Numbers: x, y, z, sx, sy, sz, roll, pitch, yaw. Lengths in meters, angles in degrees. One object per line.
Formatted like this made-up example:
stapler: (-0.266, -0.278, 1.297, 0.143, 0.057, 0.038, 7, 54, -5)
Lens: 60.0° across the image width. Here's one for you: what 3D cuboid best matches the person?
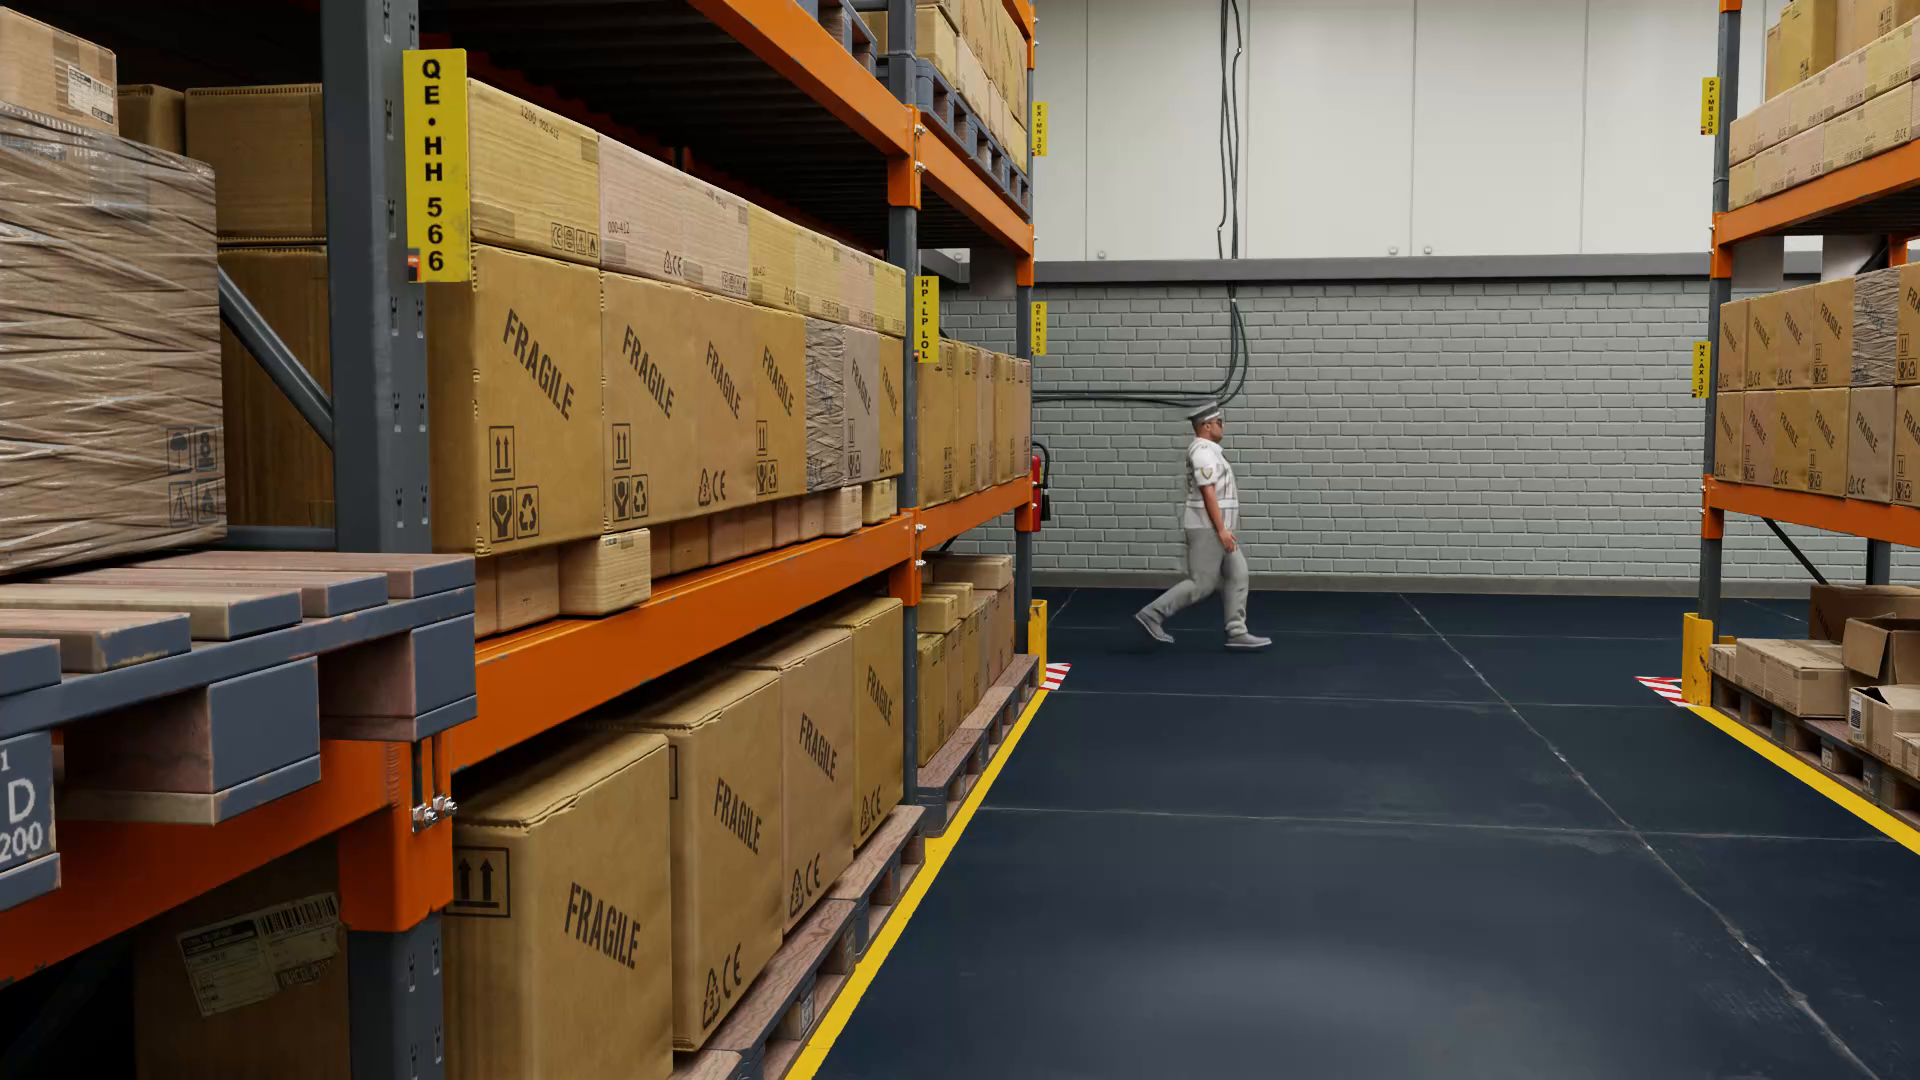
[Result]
person: (1.710, -0.104, 11.625, 0.951, 1.731, 0.529, 1, 5, 10)
